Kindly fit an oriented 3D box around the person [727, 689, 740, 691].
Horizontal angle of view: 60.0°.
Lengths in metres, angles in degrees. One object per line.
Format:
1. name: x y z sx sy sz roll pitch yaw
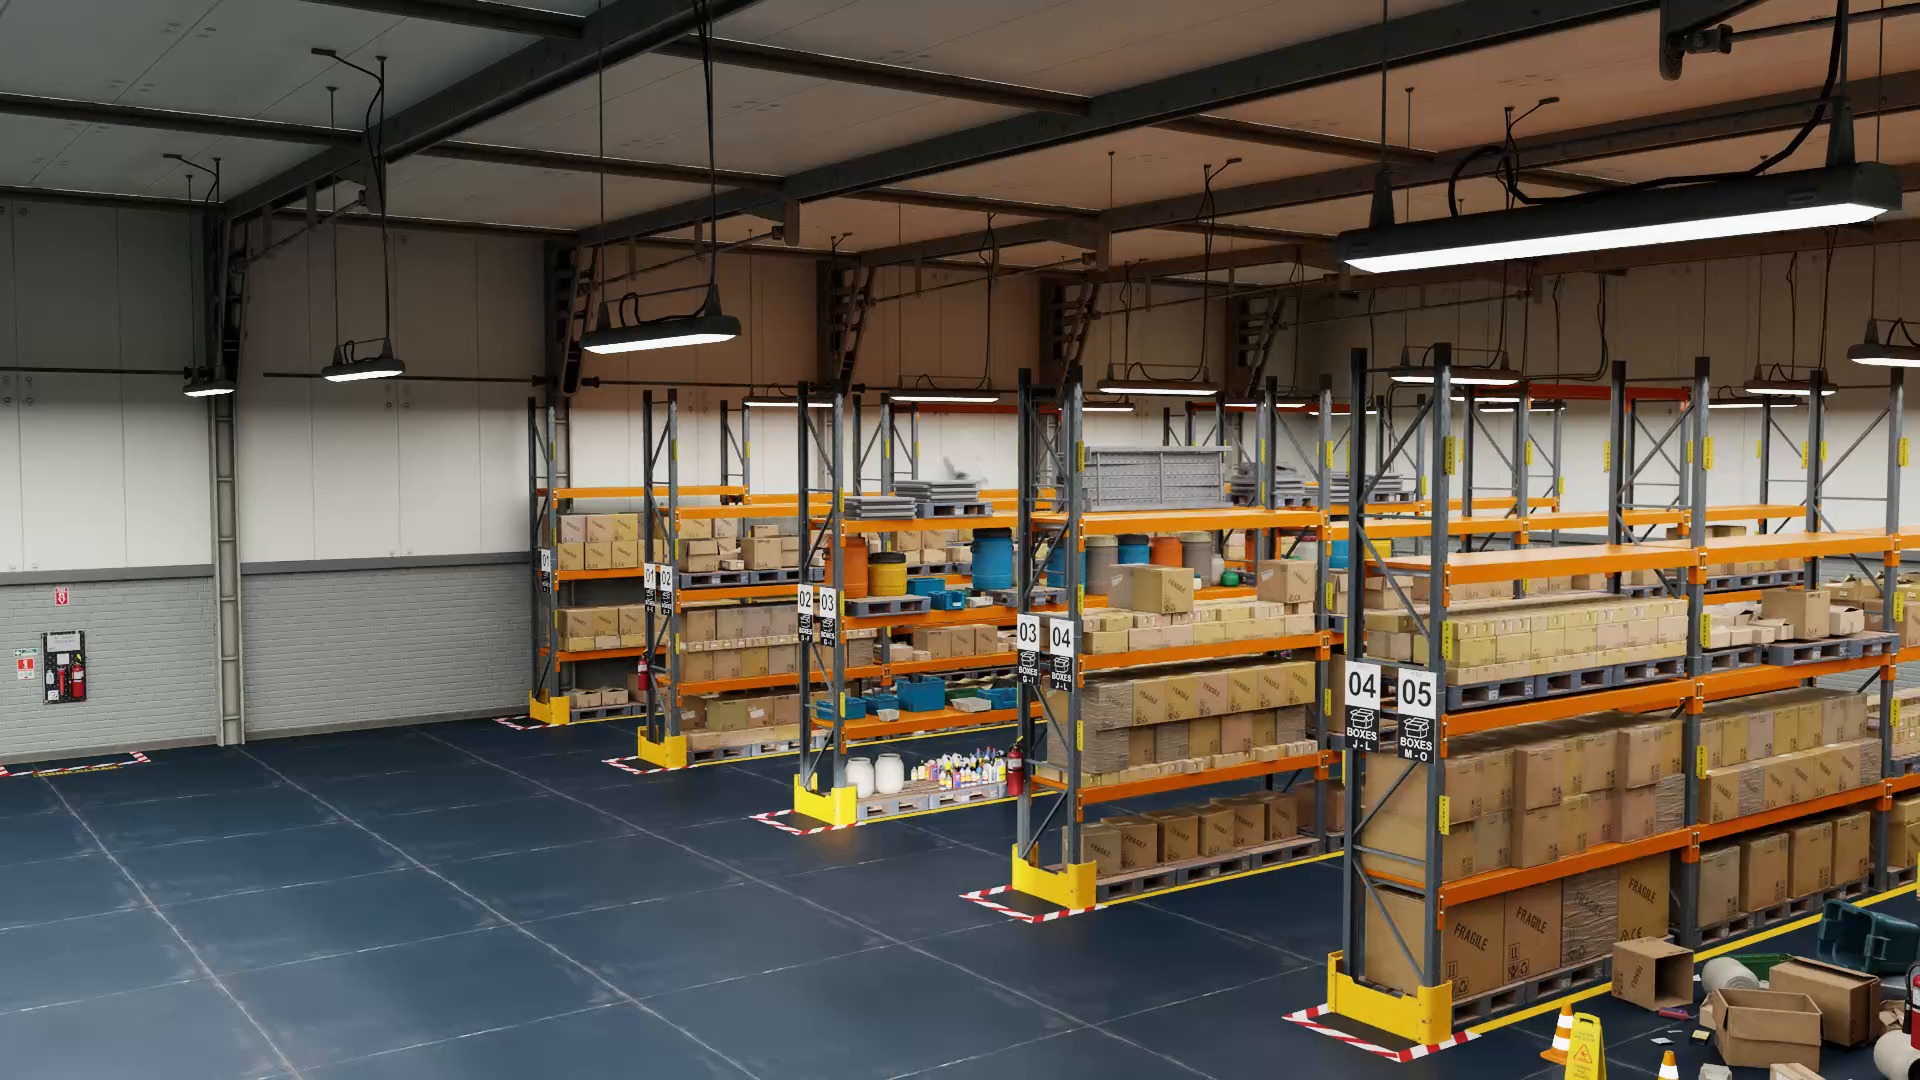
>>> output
1. person: -3.954 2.623 29.422 0.622 1.621 0.569 -3 5 -43
